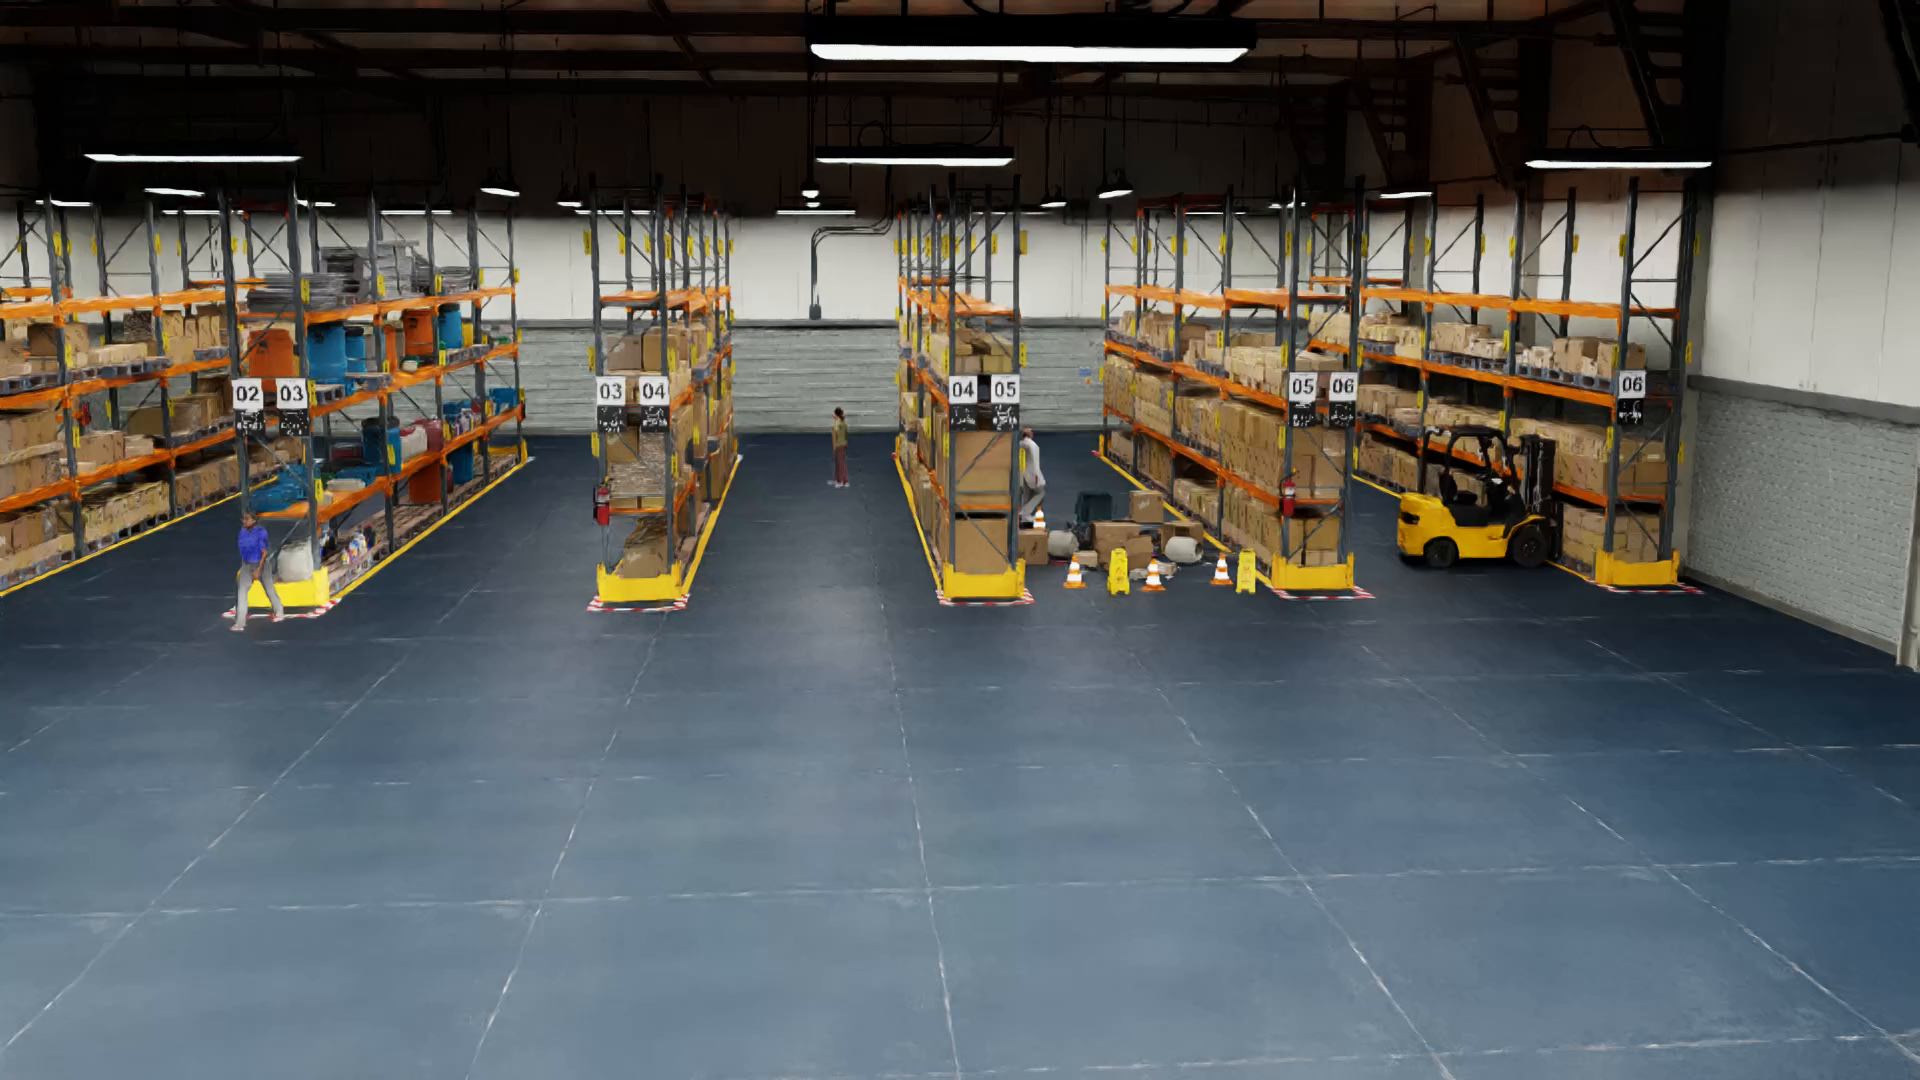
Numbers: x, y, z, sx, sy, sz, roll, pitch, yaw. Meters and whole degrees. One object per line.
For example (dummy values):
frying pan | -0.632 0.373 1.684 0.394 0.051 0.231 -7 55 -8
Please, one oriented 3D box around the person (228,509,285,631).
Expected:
person | -9.298 0.373 21.934 0.443 1.587 0.991 1 10 4

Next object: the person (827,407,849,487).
person | -2.569 -1.969 34.954 0.580 1.666 0.571 3 10 16

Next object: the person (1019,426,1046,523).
person | 1.266 -1.192 30.328 0.518 1.779 0.634 -5 11 -28
